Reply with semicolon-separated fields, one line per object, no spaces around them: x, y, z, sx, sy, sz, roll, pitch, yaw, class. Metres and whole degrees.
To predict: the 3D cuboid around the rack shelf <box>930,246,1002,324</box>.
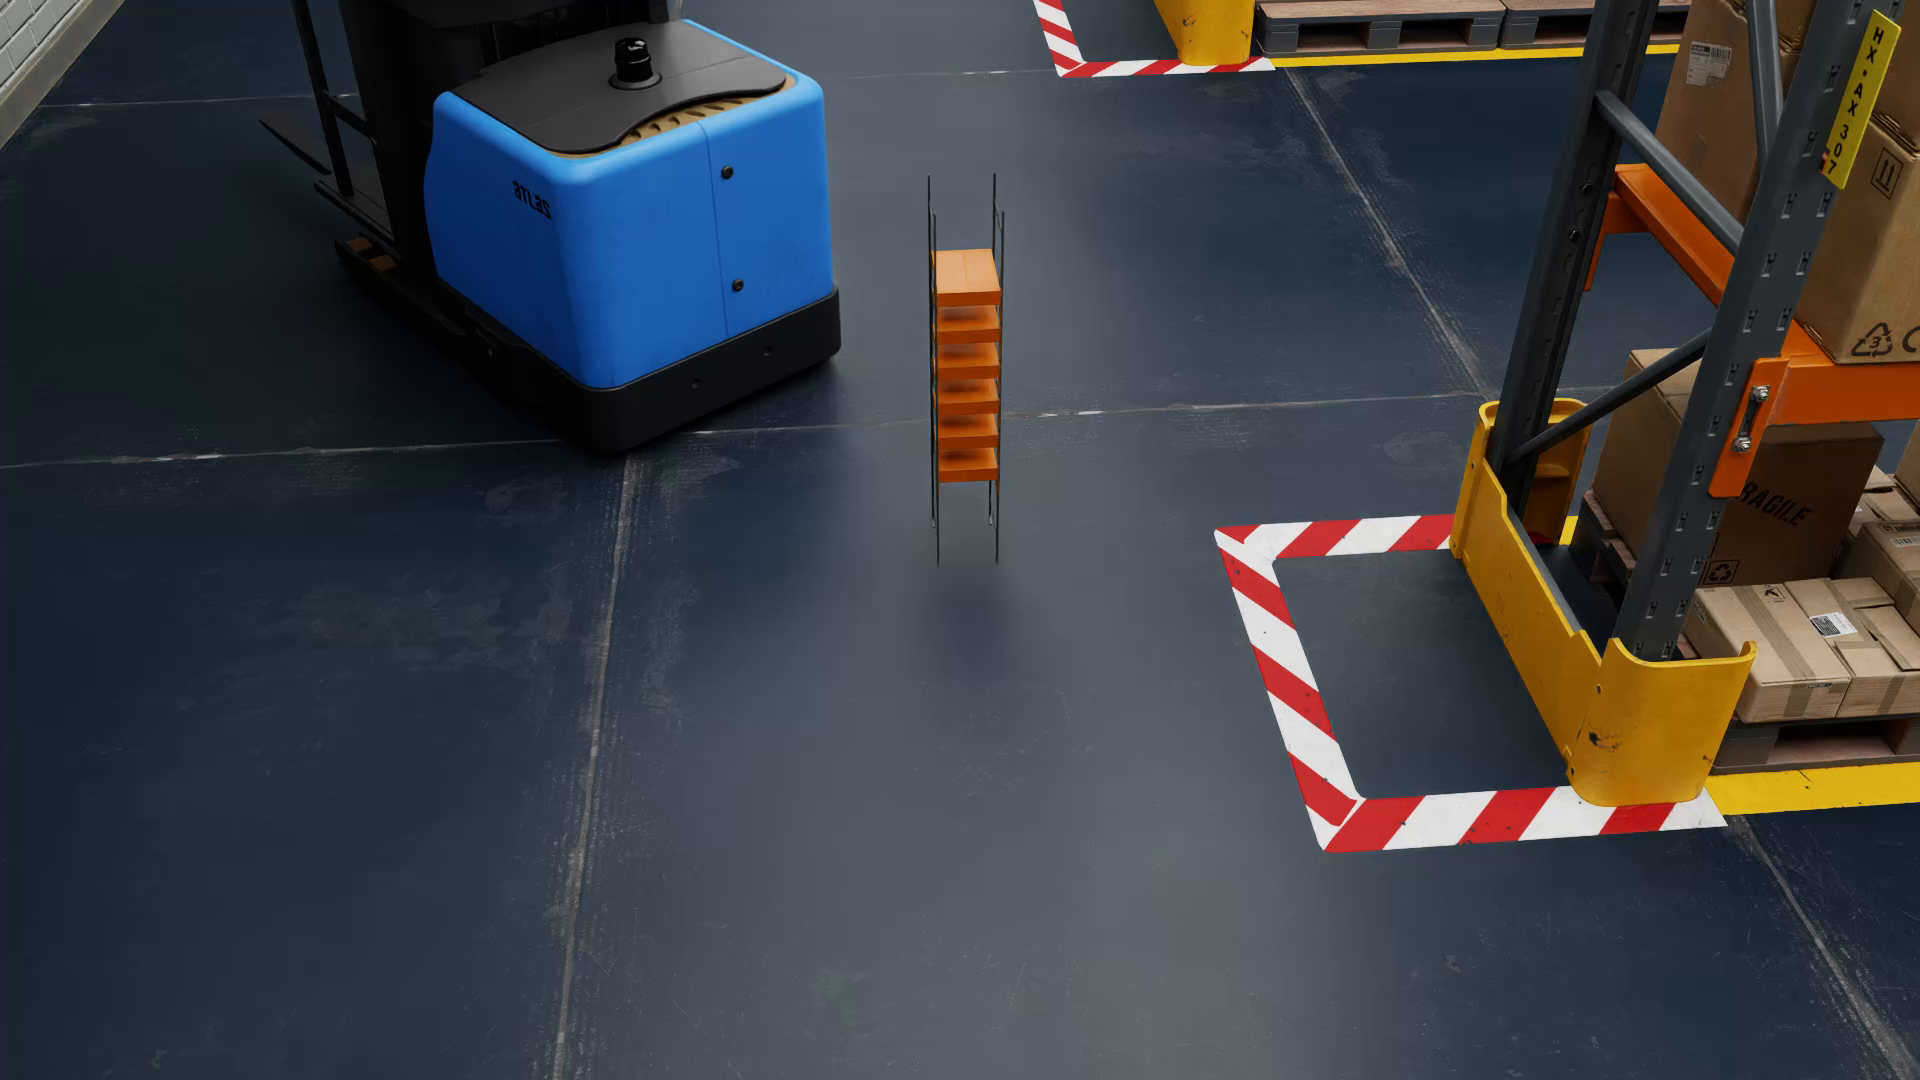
0.014;-0.720;4.684;0.180;0.103;0.258;-3;38;-4;rack shelf

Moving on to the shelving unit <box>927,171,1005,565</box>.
0.014;-0.472;4.879;0.189;1.200;0.258;-3;38;-4;shelving unit

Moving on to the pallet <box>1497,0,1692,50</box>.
3.281;-2.887;8.739;1.213;0.211;1.003;-3;38;-4;pallet

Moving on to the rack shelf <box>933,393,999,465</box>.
0.014;-0.343;4.981;0.180;0.103;0.258;-3;38;-4;rack shelf

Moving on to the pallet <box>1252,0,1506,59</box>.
2.068;-2.822;8.657;1.213;0.211;1.003;-3;38;-4;pallet

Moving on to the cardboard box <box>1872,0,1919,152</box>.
2.144;-1.133;3.376;0.500;0.500;0.500;-2;38;-3;cardboard box

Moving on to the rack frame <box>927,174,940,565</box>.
-0.077;-0.467;4.873;0.006;1.200;0.240;-3;38;-4;rack frame

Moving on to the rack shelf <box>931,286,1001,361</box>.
0.014;-0.625;4.758;0.180;0.103;0.258;-3;38;-4;rack shelf

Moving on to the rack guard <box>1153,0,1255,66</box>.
1.221;-2.905;8.528;0.348;0.500;1.175;-3;38;-4;rack guard

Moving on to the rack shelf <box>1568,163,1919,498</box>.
3.670;-0.667;4.254;4.000;0.370;1.077;-3;38;-4;rack shelf

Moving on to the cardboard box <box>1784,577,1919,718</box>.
2.375;0.275;4.411;0.250;0.166;0.380;-3;38;-4;cardboard box

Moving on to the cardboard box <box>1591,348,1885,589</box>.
2.198;-0.213;4.761;0.500;0.500;0.500;-3;38;-4;cardboard box

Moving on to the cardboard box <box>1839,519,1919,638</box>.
2.743;0.185;4.459;0.500;0.250;0.500;-3;38;-4;cardboard box

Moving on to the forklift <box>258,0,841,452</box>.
-1.792;-2.271;5.762;1.130;2.935;3.031;-29;47;-32;forklift

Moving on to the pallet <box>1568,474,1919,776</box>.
2.548;0.207;4.818;1.213;0.211;1.003;-3;38;-4;pallet

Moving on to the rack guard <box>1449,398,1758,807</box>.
1.754;0.138;4.672;0.348;0.500;1.175;-3;38;-4;rack guard

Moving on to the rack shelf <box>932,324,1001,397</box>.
0.014;-0.531;4.833;0.180;0.103;0.258;-3;38;-4;rack shelf

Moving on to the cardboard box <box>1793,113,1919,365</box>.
2.144;-0.740;3.686;0.500;0.500;0.500;-2;38;-3;cardboard box

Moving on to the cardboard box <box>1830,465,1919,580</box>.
2.609;-0.048;4.822;0.250;0.166;0.380;-3;38;-4;cardboard box

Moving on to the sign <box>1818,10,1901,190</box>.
1.727;-0.845;3.200;0.005;0.325;0.100;-3;38;-4;sign

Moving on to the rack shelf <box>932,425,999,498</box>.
0.014;-0.249;5.056;0.180;0.103;0.258;-3;38;-4;rack shelf

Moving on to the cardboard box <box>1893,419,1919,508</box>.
3.147;-0.148;4.881;0.500;0.250;0.500;-3;38;-4;cardboard box

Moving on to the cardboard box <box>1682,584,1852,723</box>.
2.126;0.296;4.400;0.250;0.149;0.380;-3;38;-4;cardboard box

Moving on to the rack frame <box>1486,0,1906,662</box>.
1.678;-0.839;3.892;0.127;3.000;1.000;-3;38;-4;rack frame

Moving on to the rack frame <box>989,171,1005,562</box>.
0.106;-0.477;4.886;0.006;1.200;0.240;-3;38;-4;rack frame

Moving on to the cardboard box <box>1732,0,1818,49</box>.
2.097;-1.465;3.798;0.500;0.500;0.500;-3;38;-4;cardboard box

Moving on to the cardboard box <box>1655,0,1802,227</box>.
2.100;-1.071;4.105;0.500;0.500;0.500;-2;38;-3;cardboard box

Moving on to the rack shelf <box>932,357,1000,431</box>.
0.014;-0.437;4.907;0.180;0.103;0.258;-3;38;-4;rack shelf
